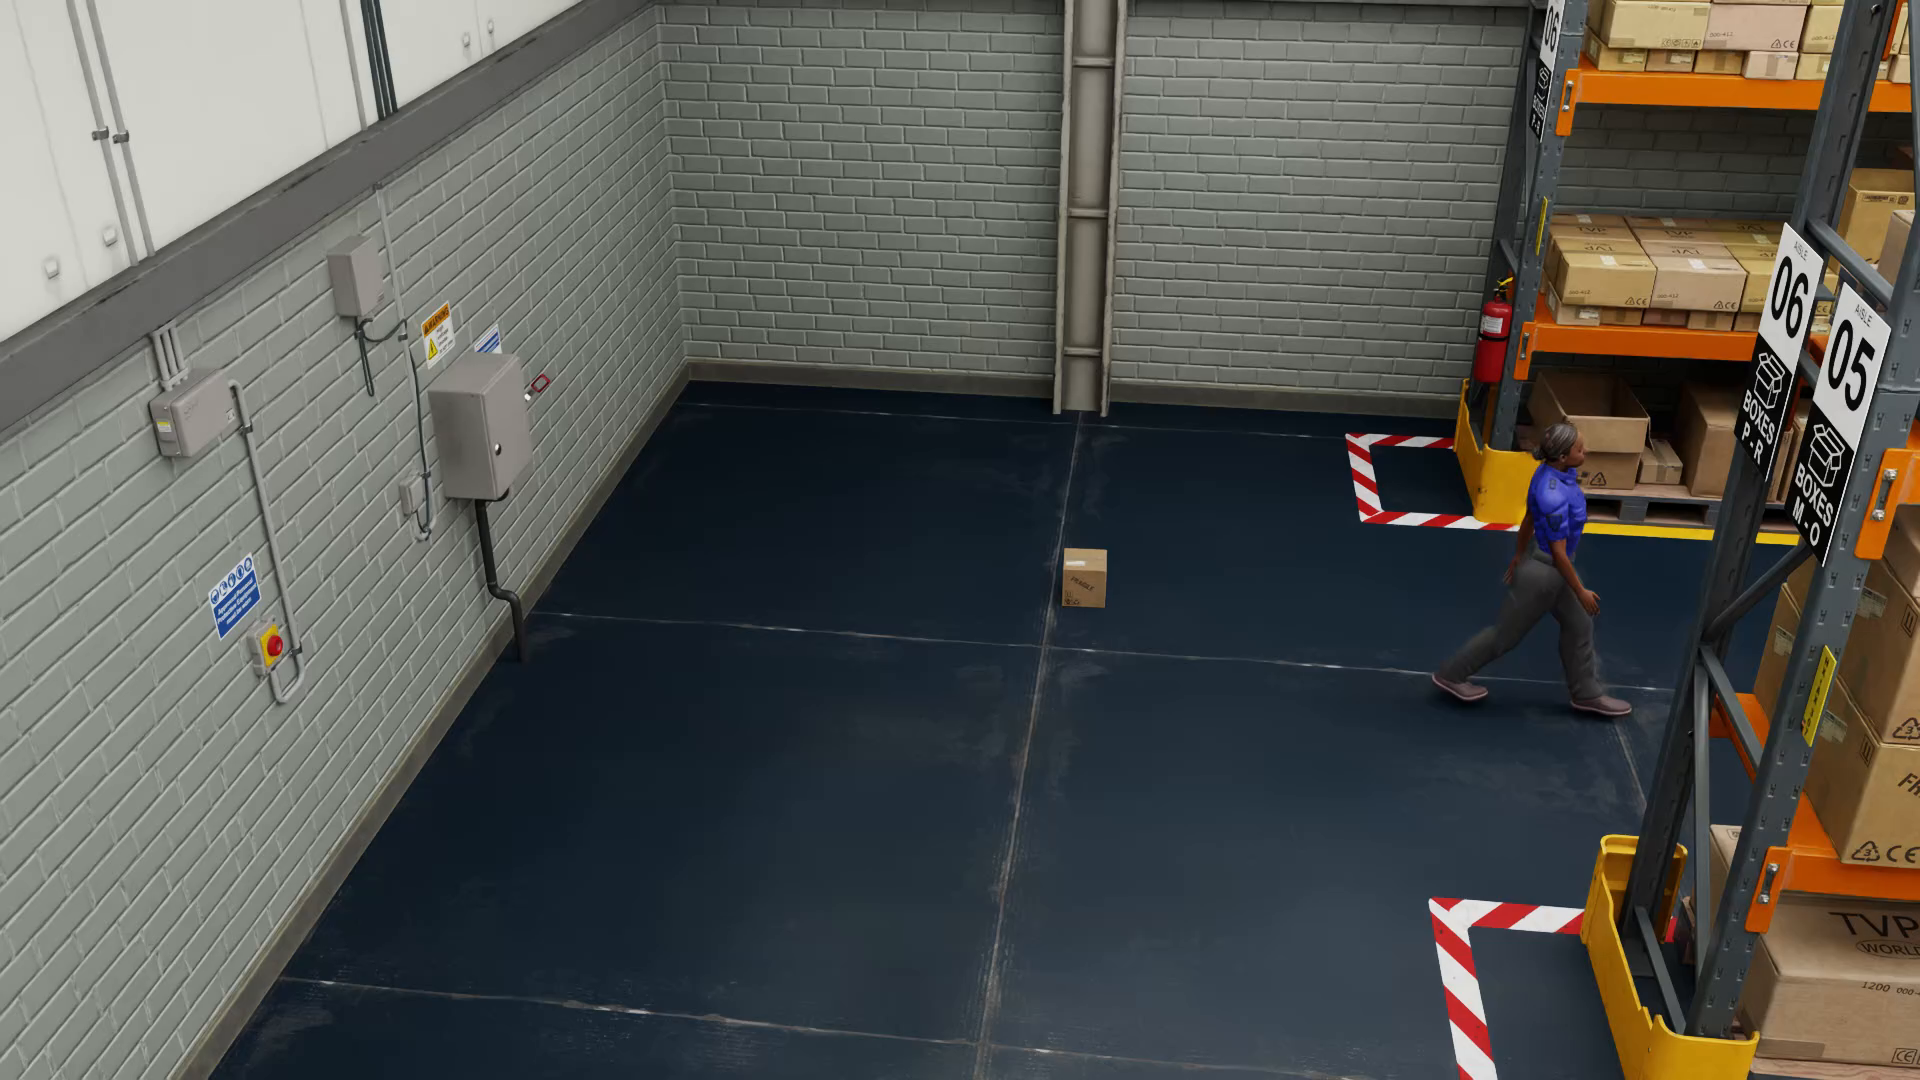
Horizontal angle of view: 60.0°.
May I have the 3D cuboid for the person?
[{"bbox_3d":[2.972,0.164,8.317,0.991,1.593,0.442,12,31,21],"label":"person"}]
